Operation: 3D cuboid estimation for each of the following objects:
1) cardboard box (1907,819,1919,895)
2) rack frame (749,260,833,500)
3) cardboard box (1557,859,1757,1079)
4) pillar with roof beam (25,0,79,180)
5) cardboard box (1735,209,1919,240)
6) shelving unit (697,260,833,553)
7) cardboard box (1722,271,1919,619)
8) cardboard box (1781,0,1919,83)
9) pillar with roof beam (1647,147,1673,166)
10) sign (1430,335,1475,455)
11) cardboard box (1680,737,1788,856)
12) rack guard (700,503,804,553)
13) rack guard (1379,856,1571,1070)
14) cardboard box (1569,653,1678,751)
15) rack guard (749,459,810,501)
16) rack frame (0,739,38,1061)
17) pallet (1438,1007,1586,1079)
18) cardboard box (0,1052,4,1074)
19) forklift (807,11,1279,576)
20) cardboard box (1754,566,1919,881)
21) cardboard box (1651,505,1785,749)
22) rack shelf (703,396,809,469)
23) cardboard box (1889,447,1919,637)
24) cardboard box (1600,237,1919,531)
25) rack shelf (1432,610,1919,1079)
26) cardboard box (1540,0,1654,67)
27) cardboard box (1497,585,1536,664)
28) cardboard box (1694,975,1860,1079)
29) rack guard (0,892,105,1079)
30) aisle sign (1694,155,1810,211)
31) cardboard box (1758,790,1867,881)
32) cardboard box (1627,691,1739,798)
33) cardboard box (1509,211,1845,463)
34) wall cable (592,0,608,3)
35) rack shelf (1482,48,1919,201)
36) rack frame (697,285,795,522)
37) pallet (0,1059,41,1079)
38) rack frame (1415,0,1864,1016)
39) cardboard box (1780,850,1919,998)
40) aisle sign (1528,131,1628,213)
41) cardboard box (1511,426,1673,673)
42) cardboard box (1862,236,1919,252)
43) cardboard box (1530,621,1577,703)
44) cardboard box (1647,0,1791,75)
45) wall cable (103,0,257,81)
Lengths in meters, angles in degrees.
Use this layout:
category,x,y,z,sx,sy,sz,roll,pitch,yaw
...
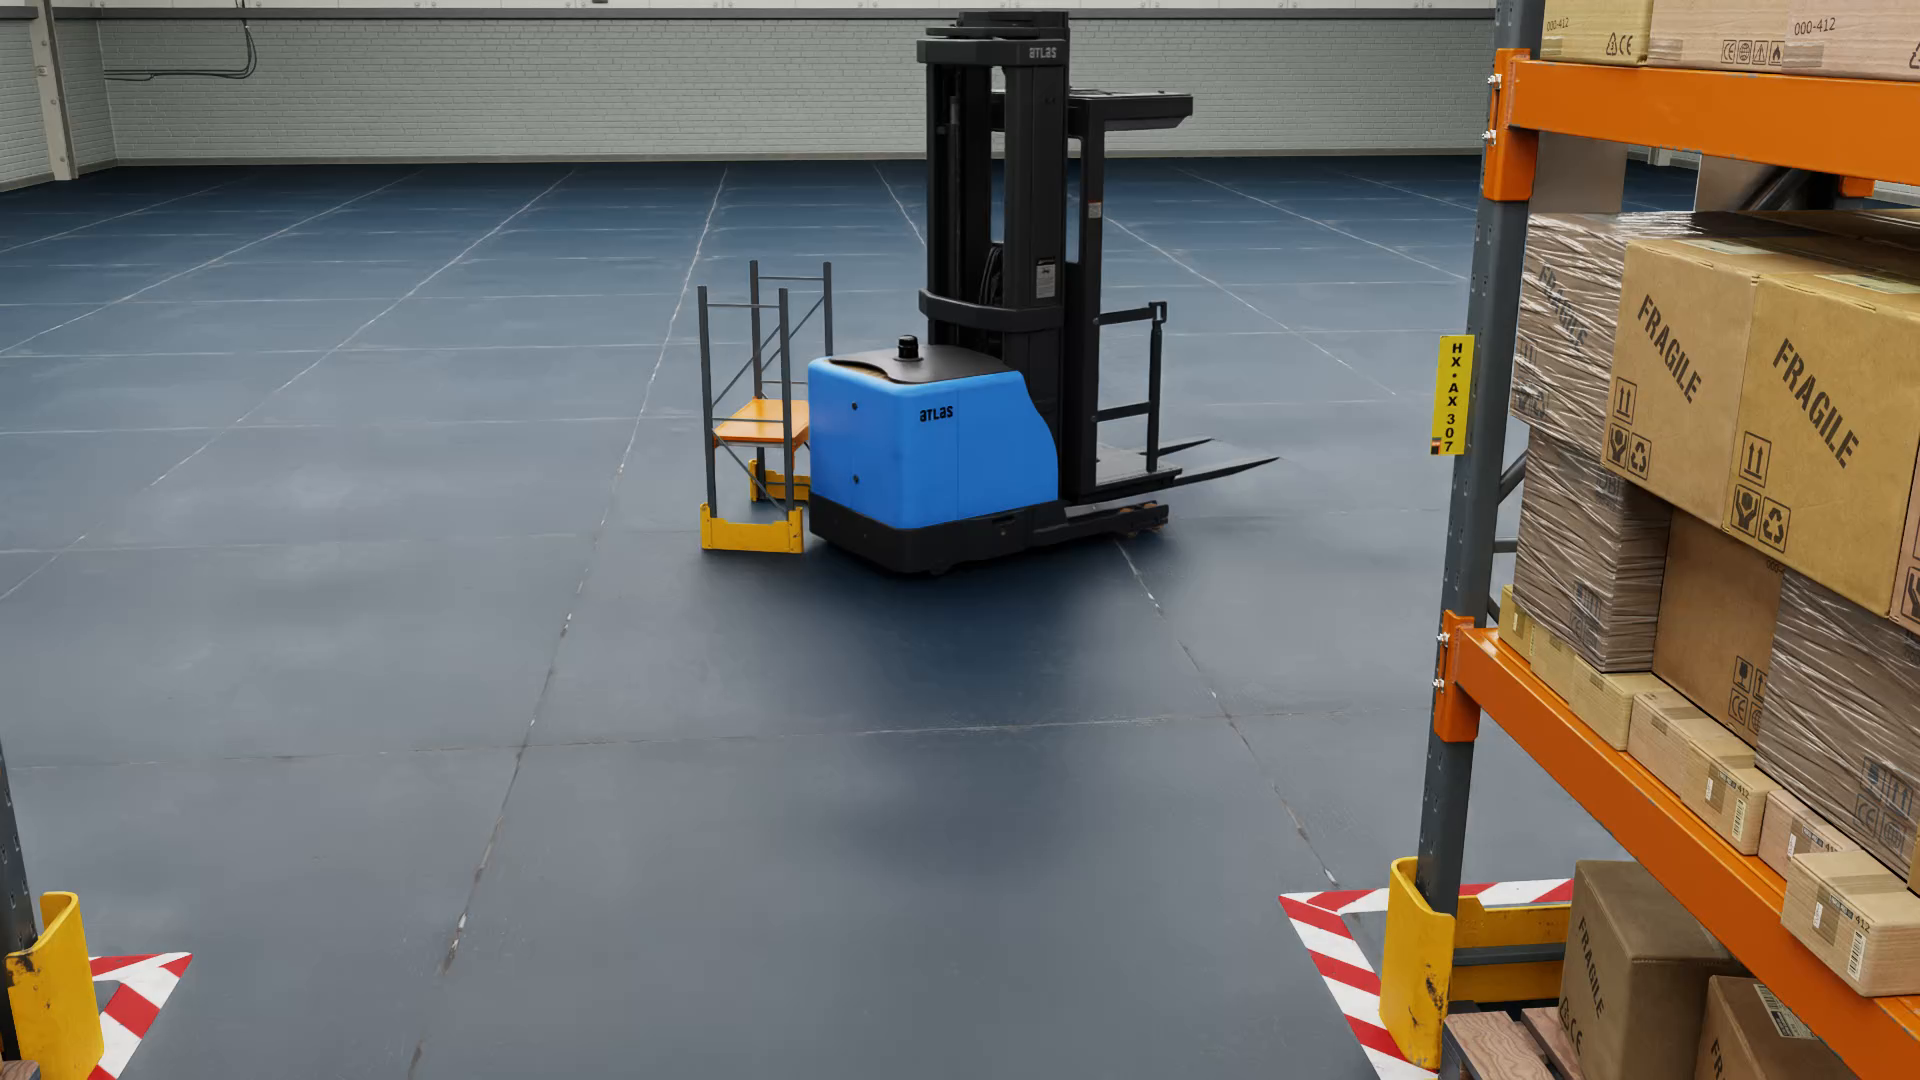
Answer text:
category,x,y,z,sx,sy,sz,roll,pitch,yaw
cardboard box,2.111,0.429,2.639,0.875,0.500,0.500,-2,18,-6
rack frame,-1.024,-0.966,10.249,0.500,1.500,0.032,3,18,9
cardboard box,1.910,1.188,4.358,0.500,0.500,0.500,1,17,5
pillar with roof beam,-12.568,-11.228,30.419,9.100,9.000,0.400,-2,18,-6
cardboard box,2.165,-0.501,3.933,0.500,0.500,0.500,-2,18,-6
shelving unit,-1.107,-0.813,9.762,0.587,1.500,1.083,3,18,9
cardboard box,1.746,-0.187,2.933,0.500,0.500,0.500,-2,18,-6
cardboard box,1.761,-0.898,2.772,0.500,0.250,0.500,-2,18,-6
pillar with roof beam,10.200,-11.935,32.671,9.100,9.000,0.400,-2,18,-6
sign,1.323,-0.387,4.457,0.100,0.325,0.005,-2,18,-6
cardboard box,1.737,0.520,3.433,0.380,0.149,0.250,-2,18,-6
rack guard,-1.186,-0.069,9.480,0.587,0.250,0.087,3,18,9
rack guard,1.870,1.224,4.943,1.175,0.500,0.348,-2,18,-6
cardboard box,1.672,0.371,3.906,0.380,0.149,0.250,-2,18,-6
rack guard,-1.027,-0.364,10.418,0.587,0.250,0.087,3,18,9
rack frame,-3.082,0.132,4.248,1.000,3.000,0.127,-2,18,-6
pallet,1.919,1.605,4.211,1.003,0.211,1.213,-2,18,-6
cardboard box,-2.946,1.146,3.866,0.875,0.875,0.875,-2,18,-5
forklift,0.621,-1.532,9.665,3.031,2.935,1.130,-12,21,-34
cardboard box,2.071,0.280,3.115,0.875,0.500,0.500,-2,18,-6
cardboard box,2.063,0.129,3.593,0.875,0.500,0.500,-2,18,-6
rack shelf,-1.105,-0.644,9.824,0.538,0.185,1.000,3,18,9
cardboard box,1.803,-0.038,2.459,0.500,0.500,0.500,-2,18,-6
cardboard box,1.693,-0.336,3.407,0.500,0.500,0.500,-2,18,-6
rack shelf,2.069,0.948,2.850,1.077,0.370,4.000,-2,18,-6
cardboard box,1.655,-1.199,3.731,0.500,0.250,0.500,-1,17,-4
cardboard box,1.655,0.221,4.384,0.380,0.149,0.250,-2,18,-6
cardboard box,2.006,1.365,3.794,0.500,0.500,0.500,3,18,9
rack guard,-3.084,1.318,4.645,1.175,0.500,0.348,-2,18,-6
aisle sign,2.154,-1.259,4.339,0.394,0.787,0.004,-2,18,-6
cardboard box,1.790,0.593,3.198,0.380,0.149,0.250,-2,18,-6
cardboard box,1.719,0.445,3.671,0.380,0.149,0.250,-2,18,-6
cardboard box,1.648,-0.485,3.882,0.500,0.500,0.500,-2,18,-6
wall cable,-6.395,-13.925,33.331,2.305,6.003,0.169,-2,18,-6
rack shelf,2.069,-0.483,2.401,1.077,0.370,4.000,-2,18,-6
rack frame,-1.187,-0.665,9.292,0.500,1.500,0.032,3,18,9
pallet,-2.921,1.698,3.915,1.003,0.211,1.213,-2,18,-6
rack frame,1.862,0.009,4.640,1.000,3.000,0.127,-2,18,-6
cardboard box,1.713,0.671,2.951,0.380,0.149,0.250,-2,18,-6
aisle sign,1.558,-1.240,4.280,0.394,0.787,0.004,-2,18,-6
cardboard box,1.892,-0.016,4.056,0.875,0.500,0.500,-2,18,-6
cardboard box,2.222,-0.353,3.459,0.500,0.500,0.500,-2,18,-6
cardboard box,1.661,0.296,4.145,0.380,0.149,0.250,-2,18,-6
cardboard box,1.714,-1.045,3.242,0.500,0.250,0.500,-2,18,-7
wall cable,-15.839,-10.532,33.386,3.097,2.526,0.112,-2,18,-6
